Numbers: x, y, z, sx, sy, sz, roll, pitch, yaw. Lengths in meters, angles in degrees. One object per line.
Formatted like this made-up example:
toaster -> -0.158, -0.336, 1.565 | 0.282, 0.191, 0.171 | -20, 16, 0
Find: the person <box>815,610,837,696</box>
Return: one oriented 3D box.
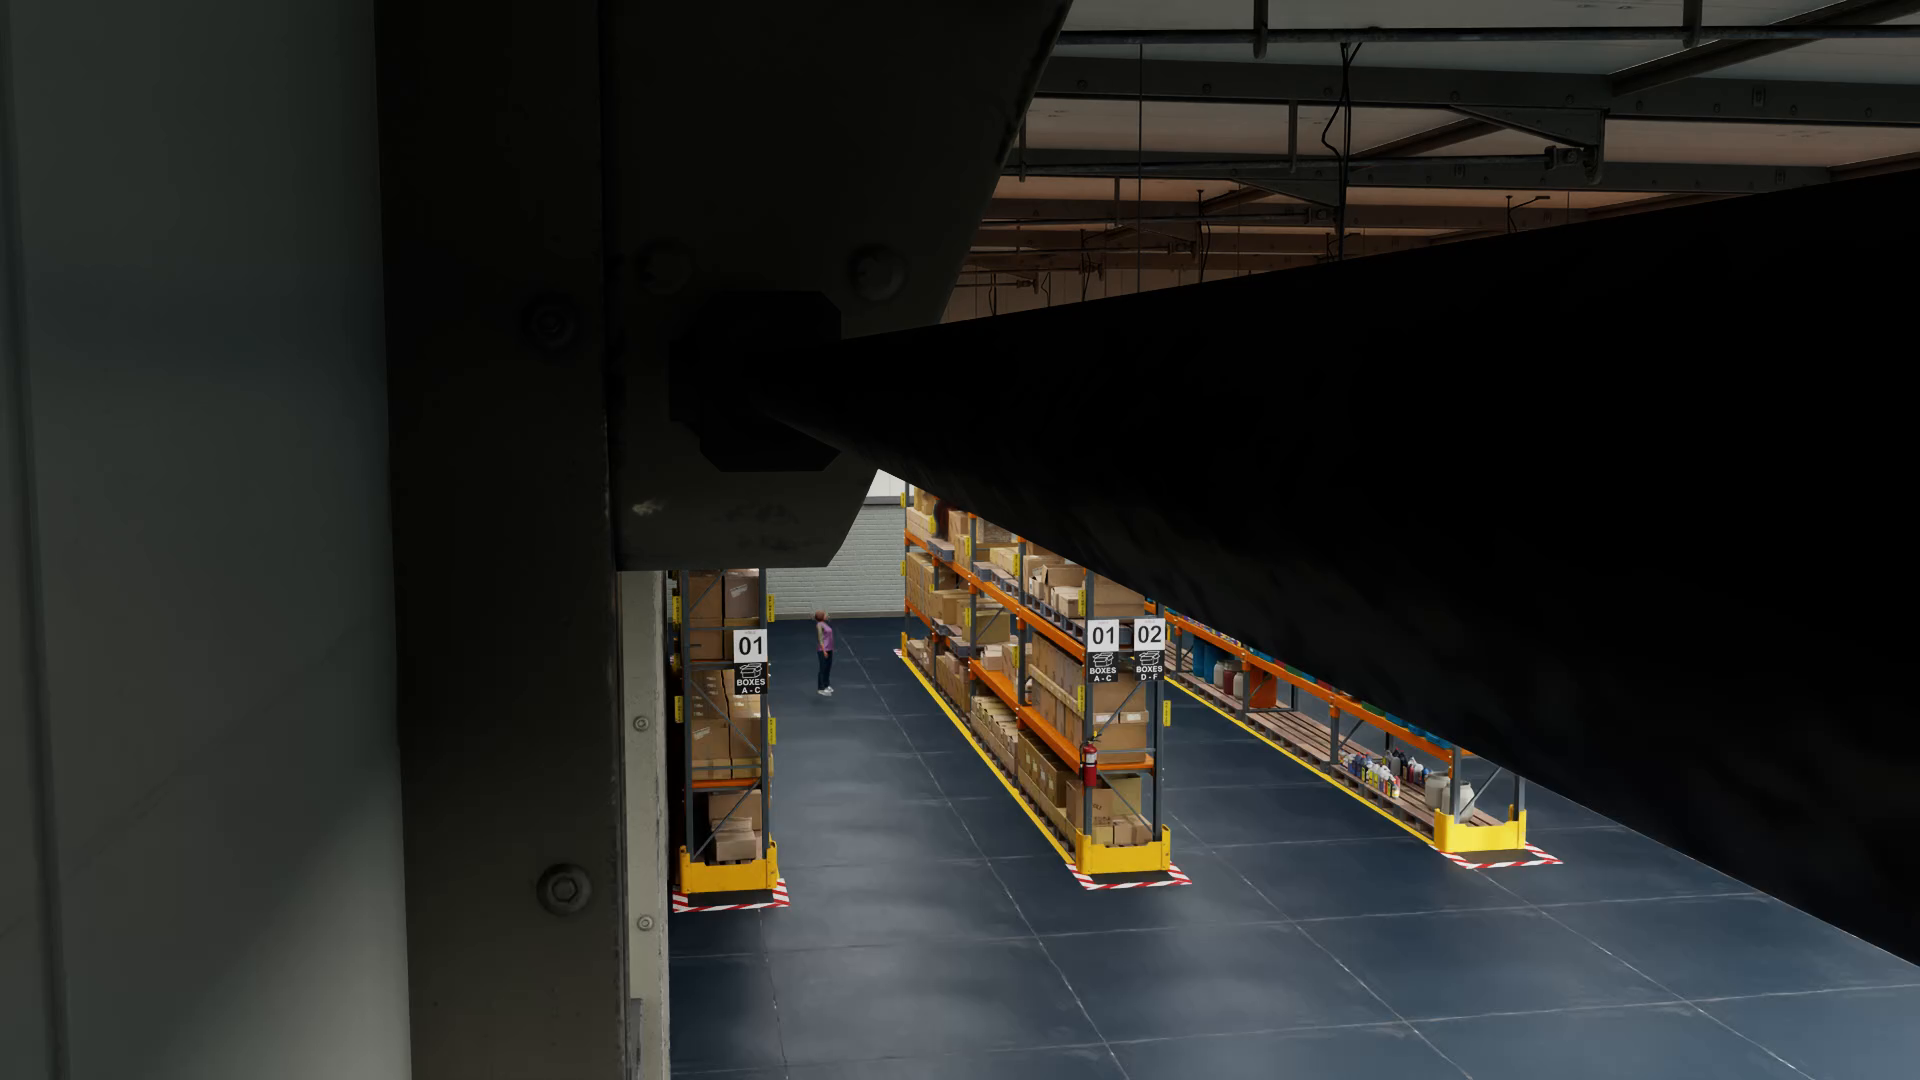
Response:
person -> -2.535, 2.124, 31.612 | 0.395, 1.609, 0.477 | 3, 7, 29
